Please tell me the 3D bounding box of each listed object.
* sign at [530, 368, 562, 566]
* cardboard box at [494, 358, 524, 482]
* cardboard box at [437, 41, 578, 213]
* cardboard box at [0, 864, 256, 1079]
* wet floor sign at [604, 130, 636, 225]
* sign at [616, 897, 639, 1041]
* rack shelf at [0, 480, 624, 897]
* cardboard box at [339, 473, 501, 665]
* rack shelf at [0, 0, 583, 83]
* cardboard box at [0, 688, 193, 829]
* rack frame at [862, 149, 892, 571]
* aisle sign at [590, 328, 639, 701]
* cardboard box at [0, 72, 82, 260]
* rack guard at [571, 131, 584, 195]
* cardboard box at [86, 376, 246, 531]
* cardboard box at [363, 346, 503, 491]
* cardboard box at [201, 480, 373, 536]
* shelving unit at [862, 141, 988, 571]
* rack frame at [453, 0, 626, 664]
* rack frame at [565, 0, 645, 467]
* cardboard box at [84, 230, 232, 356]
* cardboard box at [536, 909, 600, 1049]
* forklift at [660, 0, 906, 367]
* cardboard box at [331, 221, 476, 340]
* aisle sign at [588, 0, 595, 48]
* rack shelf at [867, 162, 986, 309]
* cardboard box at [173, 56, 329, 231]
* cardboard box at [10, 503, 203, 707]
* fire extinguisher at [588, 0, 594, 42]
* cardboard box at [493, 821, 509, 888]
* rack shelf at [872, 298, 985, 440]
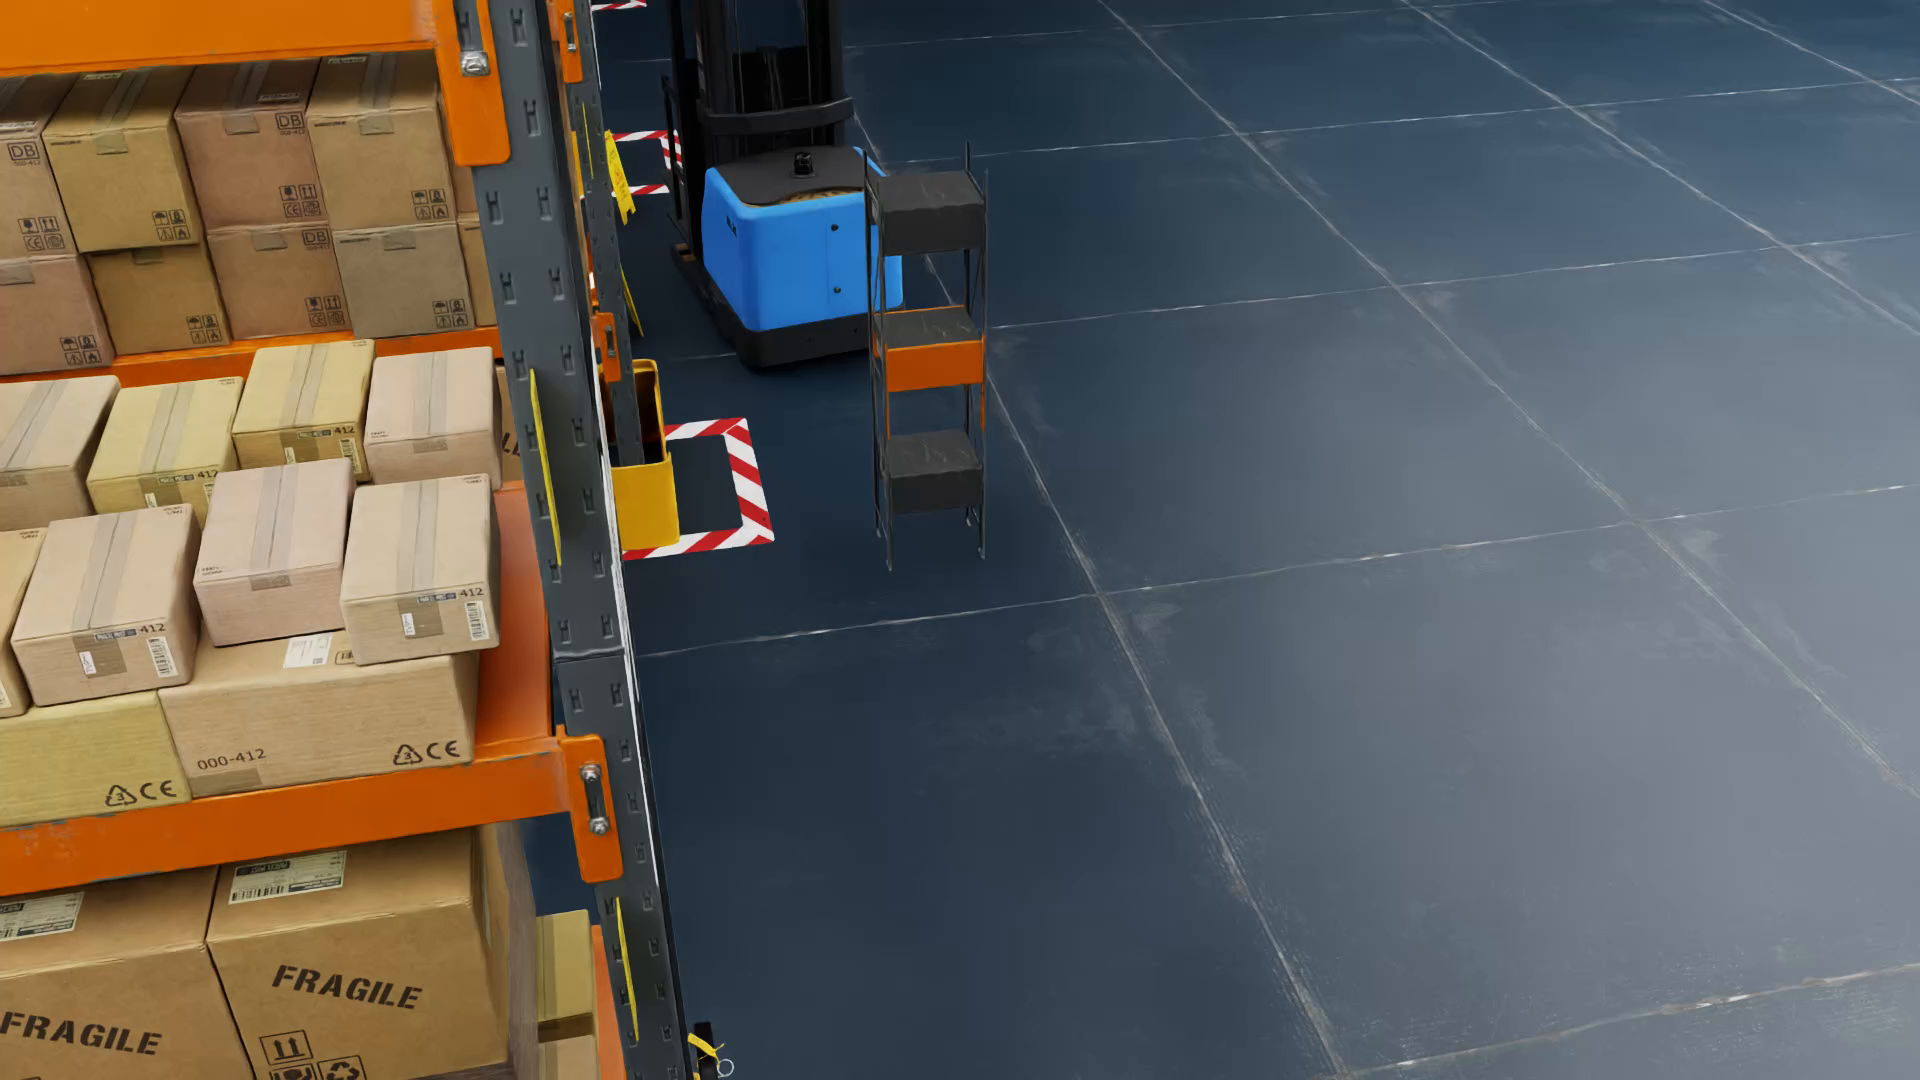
[{"bbox_3d":[-0.683,-0.117,2.746,0.005,0.325,0.100,-7,35,-11],"label":"sign"},{"bbox_3d":[-2.429,-0.689,8.615,0.875,0.875,0.875,-7,34,-10],"label":"cardboard box"},{"bbox_3d":[-2.152,-2.003,7.938,0.550,0.550,0.875,-7,35,-11],"label":"cardboard box"},{"bbox_3d":[-1.755,0.878,3.496,0.500,0.500,0.500,-7,35,-11],"label":"cardboard box"},{"bbox_3d":[-2.551,-2.658,12.133,0.232,0.644,0.267,4,34,6],"label":"wet floor sign"},{"bbox_3d":[-0.683,0.884,3.418,0.005,0.325,0.100,-7,35,-11],"label":"sign"},{"bbox_3d":[-2.737,0.491,3.280,4.000,0.370,1.077,-7,35,-11],"label":"rack shelf"},{"bbox_3d":[-0.988,0.047,3.073,0.250,0.149,0.380,-7,35,-11],"label":"cardboard box"},{"bbox_3d":[-3.733,-2.217,7.316,4.000,0.370,1.077,-7,35,-11],"label":"rack shelf"},{"bbox_3d":[-1.687,0.269,3.100,0.500,0.250,0.500,-7,34,-10],"label":"cardboard box"},{"bbox_3d":[-0.399,-0.822,8.090,0.015,2.100,0.400,-7,35,-11],"label":"rack frame"},{"bbox_3d":[-0.792,-0.058,3.812,0.004,0.787,0.394,-7,35,-11],"label":"aisle sign"},{"bbox_3d":[-4.248,-1.684,7.465,0.550,0.550,0.875,-7,35,-11],"label":"cardboard box"},{"bbox_3d":[-3.046,-3.147,12.991,0.348,0.500,1.175,-7,35,-11],"label":"rack guard"},{"bbox_3d":[-1.599,-0.172,3.399,0.250,0.149,0.380,-8,35,-11],"label":"cardboard box"},{"bbox_3d":[-1.106,-0.249,3.514,0.250,0.149,0.380,-7,35,-11],"label":"cardboard box"},{"bbox_3d":[-1.313,-0.073,3.609,0.500,0.250,0.500,-6,34,-9],"label":"cardboard box"},{"bbox_3d":[-0.161,-0.852,8.135,0.503,2.100,0.431,-7,35,-11],"label":"shelving unit"},{"bbox_3d":[-0.786,-1.299,2.610,0.127,3.000,1.000,-7,35,-11],"label":"rack frame"},{"bbox_3d":[-1.782,-1.516,8.318,0.127,3.000,1.000,-7,35,-11],"label":"rack frame"},{"bbox_3d":[-3.747,-1.341,7.921,0.500,0.550,0.875,-7,35,-11],"label":"cardboard box"},{"bbox_3d":[-1.117,1.202,4.493,0.250,0.149,0.380,-7,35,-11],"label":"cardboard box"},{"bbox_3d":[-1.366,-3.091,10.726,1.130,2.935,3.031,-13,36,-18],"label":"forklift"},{"bbox_3d":[-2.665,-1.429,8.053,0.550,0.550,0.875,-7,35,-11],"label":"cardboard box"},{"bbox_3d":[-1.779,-2.768,7.849,0.004,0.787,0.394,-7,35,-11],"label":"aisle sign"},{"bbox_3d":[-0.161,-1.421,7.752,0.480,0.518,0.431,-7,35,-11],"label":"rack shelf"},{"bbox_3d":[-3.245,-1.890,7.770,0.550,0.550,0.875,-7,35,-11],"label":"cardboard box"},{"bbox_3d":[-1.511,0.108,2.982,0.250,0.149,0.380,-9,35,-13],"label":"cardboard box"},{"bbox_3d":[-2.759,-3.926,11.978,0.183,0.674,0.296,-7,35,-11],"label":"fire extinguisher"},{"bbox_3d":[-1.383,0.531,4.013,0.500,0.500,0.500,-7,35,-11],"label":"cardboard box"},{"bbox_3d":[-0.161,-0.840,8.142,0.480,0.518,0.431,-7,35,-11],"label":"rack shelf"}]
